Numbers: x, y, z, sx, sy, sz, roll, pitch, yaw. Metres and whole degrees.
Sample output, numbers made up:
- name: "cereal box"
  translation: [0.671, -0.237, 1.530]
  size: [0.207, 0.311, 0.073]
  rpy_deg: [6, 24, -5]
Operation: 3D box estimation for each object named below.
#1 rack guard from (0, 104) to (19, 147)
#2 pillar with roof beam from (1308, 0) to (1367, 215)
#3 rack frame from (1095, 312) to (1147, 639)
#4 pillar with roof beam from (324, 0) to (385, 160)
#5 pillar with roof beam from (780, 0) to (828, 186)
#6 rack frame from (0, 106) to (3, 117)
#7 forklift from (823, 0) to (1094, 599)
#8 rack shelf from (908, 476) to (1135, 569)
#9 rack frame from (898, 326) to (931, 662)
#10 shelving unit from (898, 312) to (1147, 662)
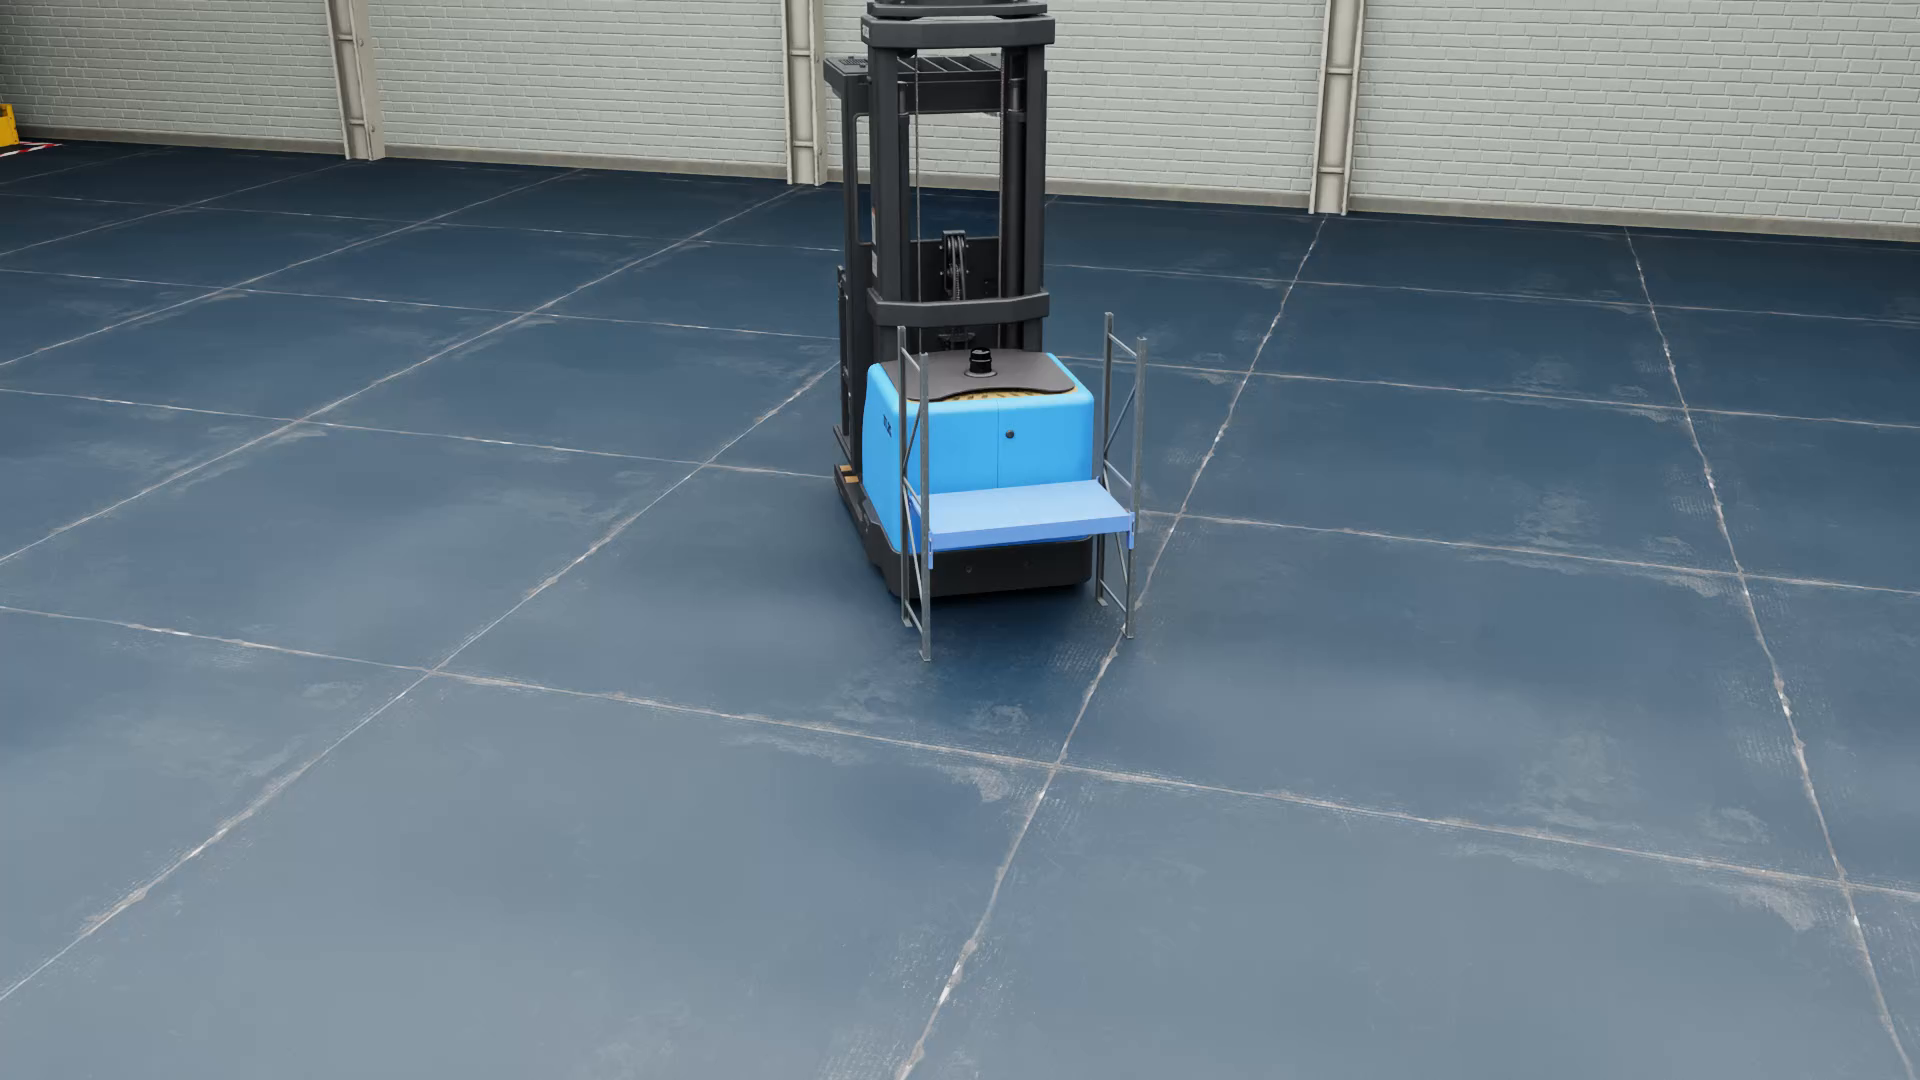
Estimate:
- name: "rack guard"
  translation: [-12.841, -5.329, 21.603]
  size: [0.348, 0.500, 1.175]
  rpy_deg: [7, 23, 16]
- name: "pillar with roof beam"
  translation: [2.719, -6.130, 12.358]
  size: [0.400, 9.000, 9.100]
  rpy_deg: [7, 23, 16]
- name: "rack frame"
  translation: [0.770, -0.305, 8.037]
  size: [0.032, 1.500, 0.500]
  rpy_deg: [-6, 23, -13]
- name: "pillar with roof beam"
  translation: [-8.770, -7.446, 15.565]
  size: [0.400, 9.000, 9.100]
  rpy_deg: [7, 23, 16]
- name: "pillar with roof beam"
  translation: [-3.026, -6.788, 13.961]
  size: [0.400, 9.000, 9.100]
  rpy_deg: [7, 23, 16]
- name: "rack frame"
  translation: [-12.864, -6.488, 21.135]
  size: [0.127, 3.000, 1.000]
  rpy_deg: [7, 23, 16]
- name: "forklift"
  translation: [-0.135, -1.590, 9.284]
  size: [1.130, 2.935, 3.031]
  rpy_deg: [-5, 23, -11]
- name: "rack shelf"
  translation: [0.277, -0.091, 7.990]
  size: [1.000, 0.185, 0.538]
  rpy_deg: [-6, 23, -13]
- name: "rack frame"
  translation: [-0.215, -0.210, 7.805]
  size: [0.032, 1.500, 0.500]
  rpy_deg: [-6, 23, -13]
- name: "shelving unit"
  translation: [0.277, -0.257, 7.921]
  size: [1.048, 1.500, 0.538]
  rpy_deg: [-6, 23, -13]
